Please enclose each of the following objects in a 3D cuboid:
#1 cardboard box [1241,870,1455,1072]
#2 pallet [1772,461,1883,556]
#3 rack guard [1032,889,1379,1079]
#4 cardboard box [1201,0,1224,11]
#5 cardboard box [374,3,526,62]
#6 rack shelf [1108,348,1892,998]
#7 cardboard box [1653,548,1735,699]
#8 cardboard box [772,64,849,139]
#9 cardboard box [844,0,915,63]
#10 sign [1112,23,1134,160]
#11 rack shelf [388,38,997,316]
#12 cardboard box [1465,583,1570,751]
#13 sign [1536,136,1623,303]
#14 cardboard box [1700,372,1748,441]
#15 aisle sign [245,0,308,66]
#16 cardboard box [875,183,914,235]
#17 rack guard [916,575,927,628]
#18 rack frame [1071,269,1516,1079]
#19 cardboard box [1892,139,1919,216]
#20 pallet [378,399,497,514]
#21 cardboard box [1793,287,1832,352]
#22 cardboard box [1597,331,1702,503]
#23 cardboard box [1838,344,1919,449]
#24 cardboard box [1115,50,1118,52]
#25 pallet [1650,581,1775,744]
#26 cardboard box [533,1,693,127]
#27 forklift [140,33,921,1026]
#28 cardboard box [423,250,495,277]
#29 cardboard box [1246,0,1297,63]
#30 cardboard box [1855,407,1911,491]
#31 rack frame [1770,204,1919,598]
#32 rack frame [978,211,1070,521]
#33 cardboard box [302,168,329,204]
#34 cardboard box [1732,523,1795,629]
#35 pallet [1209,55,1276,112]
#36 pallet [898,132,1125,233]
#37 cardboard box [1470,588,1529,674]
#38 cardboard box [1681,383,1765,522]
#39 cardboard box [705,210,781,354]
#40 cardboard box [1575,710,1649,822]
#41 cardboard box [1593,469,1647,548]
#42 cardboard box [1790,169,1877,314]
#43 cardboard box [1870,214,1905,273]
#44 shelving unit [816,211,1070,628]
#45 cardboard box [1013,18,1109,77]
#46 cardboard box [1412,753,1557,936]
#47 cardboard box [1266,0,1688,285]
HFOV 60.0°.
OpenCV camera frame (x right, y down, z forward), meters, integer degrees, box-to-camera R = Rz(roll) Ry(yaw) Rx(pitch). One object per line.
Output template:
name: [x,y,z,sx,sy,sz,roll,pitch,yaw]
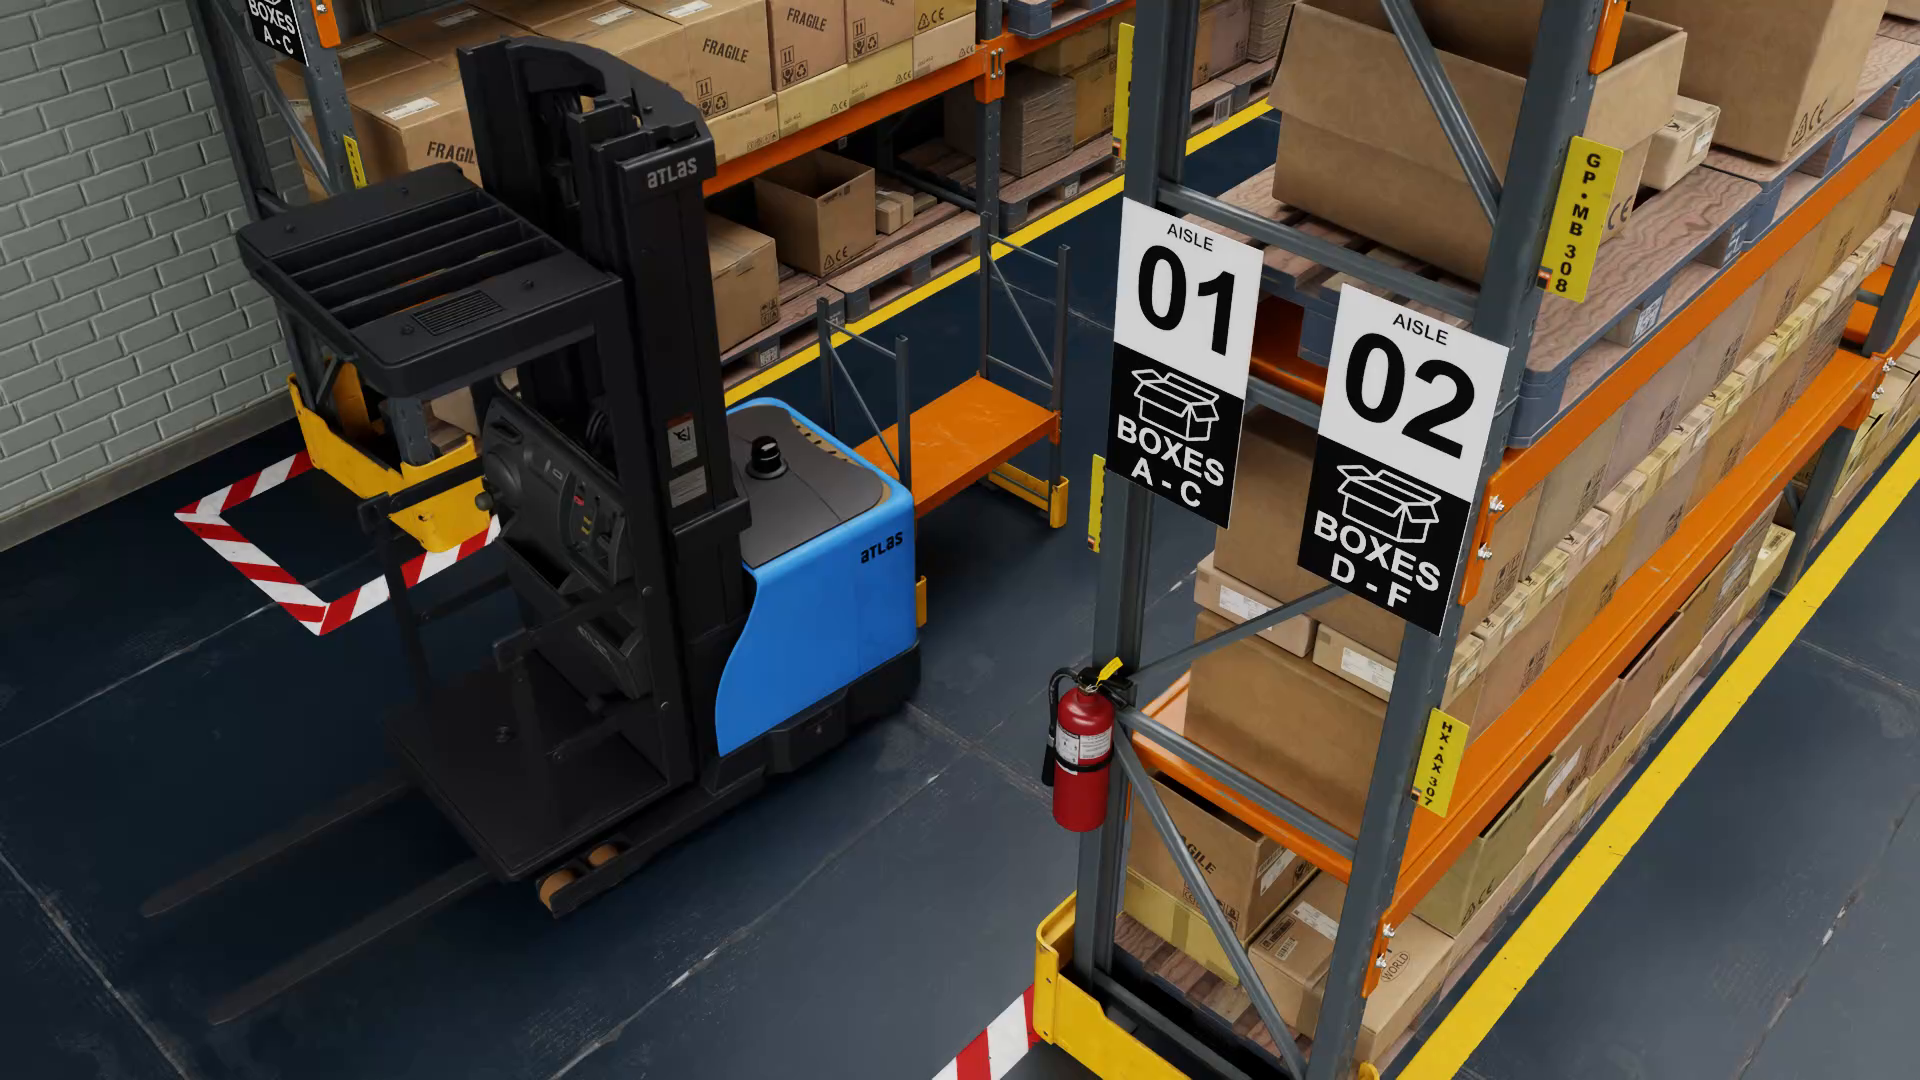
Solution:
cardboard box: [1.319,1.453,5.668,0.500,0.250,0.500,30,47,32]
pallet: [3.960,-0.407,8.376,1.003,0.211,1.213,30,47,32]
rack guard: [0.777,1.683,5.515,1.175,0.500,0.348,30,47,32]
cardboard box: [1.653,-3.959,11.655,0.500,0.250,0.500,31,48,33]
cardboard box: [-2.358,-2.160,7.842,0.500,0.500,0.500,30,47,32]
rack shelf: [2.142,0.057,6.130,1.077,0.370,4.000,30,47,32]
cardboard box: [2.659,0.235,6.597,0.500,0.500,0.500,30,47,32]
cardboard box: [-0.934,-2.363,8.700,0.500,0.250,0.500,29,47,32]
cardboard box: [-0.591,-2.886,8.755,0.500,0.500,0.500,29,47,32]
sign: [0.402,-1.030,3.861,0.100,0.325,0.005,30,47,32]
rack shelf: [-1.517,-2.022,8.744,1.077,0.370,4.000,30,47,32]
cardboard box: [1.468,0.202,5.289,0.700,0.500,0.500,31,48,33]
sign: [1.198,-0.618,3.224,0.100,0.325,0.005,30,47,32]
cardboard box: [2.431,-0.516,5.671,0.380,0.149,0.250,31,48,33]
aisle sign: [-2.693,-2.243,6.356,0.394,0.787,0.004,30,47,32]
cardboard box: [-0.507,-2.027,10.096,0.380,0.166,0.250,23,44,27]
rack guard: [-0.387,0.166,7.624,0.587,0.250,0.087,30,47,32]
rack frame: [0.793,0.694,4.751,1.000,3.000,0.127,30,47,32]
cardboard box: [4.377,-1.771,7.770,0.500,0.500,0.500,-30,48,-33]
pallet: [-2.241,-0.686,8.727,1.003,0.211,1.213,30,47,32]
cardboard box: [2.946,-0.867,6.112,0.380,0.149,0.250,30,47,32]
cardboard box: [1.843,-0.562,5.208,0.700,0.500,0.500,30,47,32]
cardboard box: [4.296,-0.765,8.006,0.500,0.311,0.500,29,47,31]
cardboard box: [1.002,-3.237,11.349,0.700,0.500,0.500,30,47,32]
pallet: [2.924,0.295,7.493,1.003,0.211,1.213,30,47,32]
cardboard box: [-1.628,-2.178,7.864,0.500,0.500,0.500,28,46,31]
forklift: [-1.607,-0.111,5.818,3.031,2.935,1.130,-29,47,-31]
cardboard box: [-2.303,-1.424,7.519,0.500,0.250,0.500,28,46,31]
cardboard box: [2.084,-3.901,12.184,0.700,0.500,0.500,30,48,32]
cardboard box: [4.292,-0.548,8.184,0.500,0.250,0.500,31,48,33]
rack frame: [3.491,-1.144,7.062,1.000,3.000,0.127,30,47,32]
rack frame: [0.285,-0.781,7.811,0.500,1.500,0.032,30,47,32]
cardboard box: [-2.694,-1.630,7.778,0.500,0.250,0.500,30,48,32]
cardboard box: [3.340,0.073,7.404,0.500,0.250,0.500,30,47,32]
pallet: [2.003,-3.610,12.404,1.003,0.211,1.213,30,47,32]
pallet: [0.356,-2.489,10.994,1.003,0.211,1.213,30,47,32]
cardboard box: [1.393,0.188,4.785,0.380,0.149,0.250,28,46,31]
cardboard box: [2.504,-0.503,6.175,0.700,0.500,0.500,30,48,32]
cardboard box: [-1.417,-1.436,9.085,0.700,0.500,0.500,27,46,29]
cardboard box: [2.332,0.764,6.534,0.500,0.250,0.500,30,47,32]
cardboard box: [1.912,-0.164,5.228,0.380,0.149,0.250,28,46,31]
cardboard box: [2.857,-1.252,6.075,0.700,0.500,0.500,30,47,32]
cardboard box: [3.466,-1.222,6.559,0.380,0.149,0.250,30,47,32]
shelving unit: [-0.051,-0.552,7.523,0.587,1.500,1.083,30,47,32]
cardboard box: [0.611,-3.258,10.774,0.500,0.250,0.500,29,47,31]
cardboard box: [1.655,0.929,5.725,0.500,0.500,0.500,30,47,32]
cardboard box: [1.184,-1.002,3.941,0.637,0.503,0.797,-31,48,-33]
